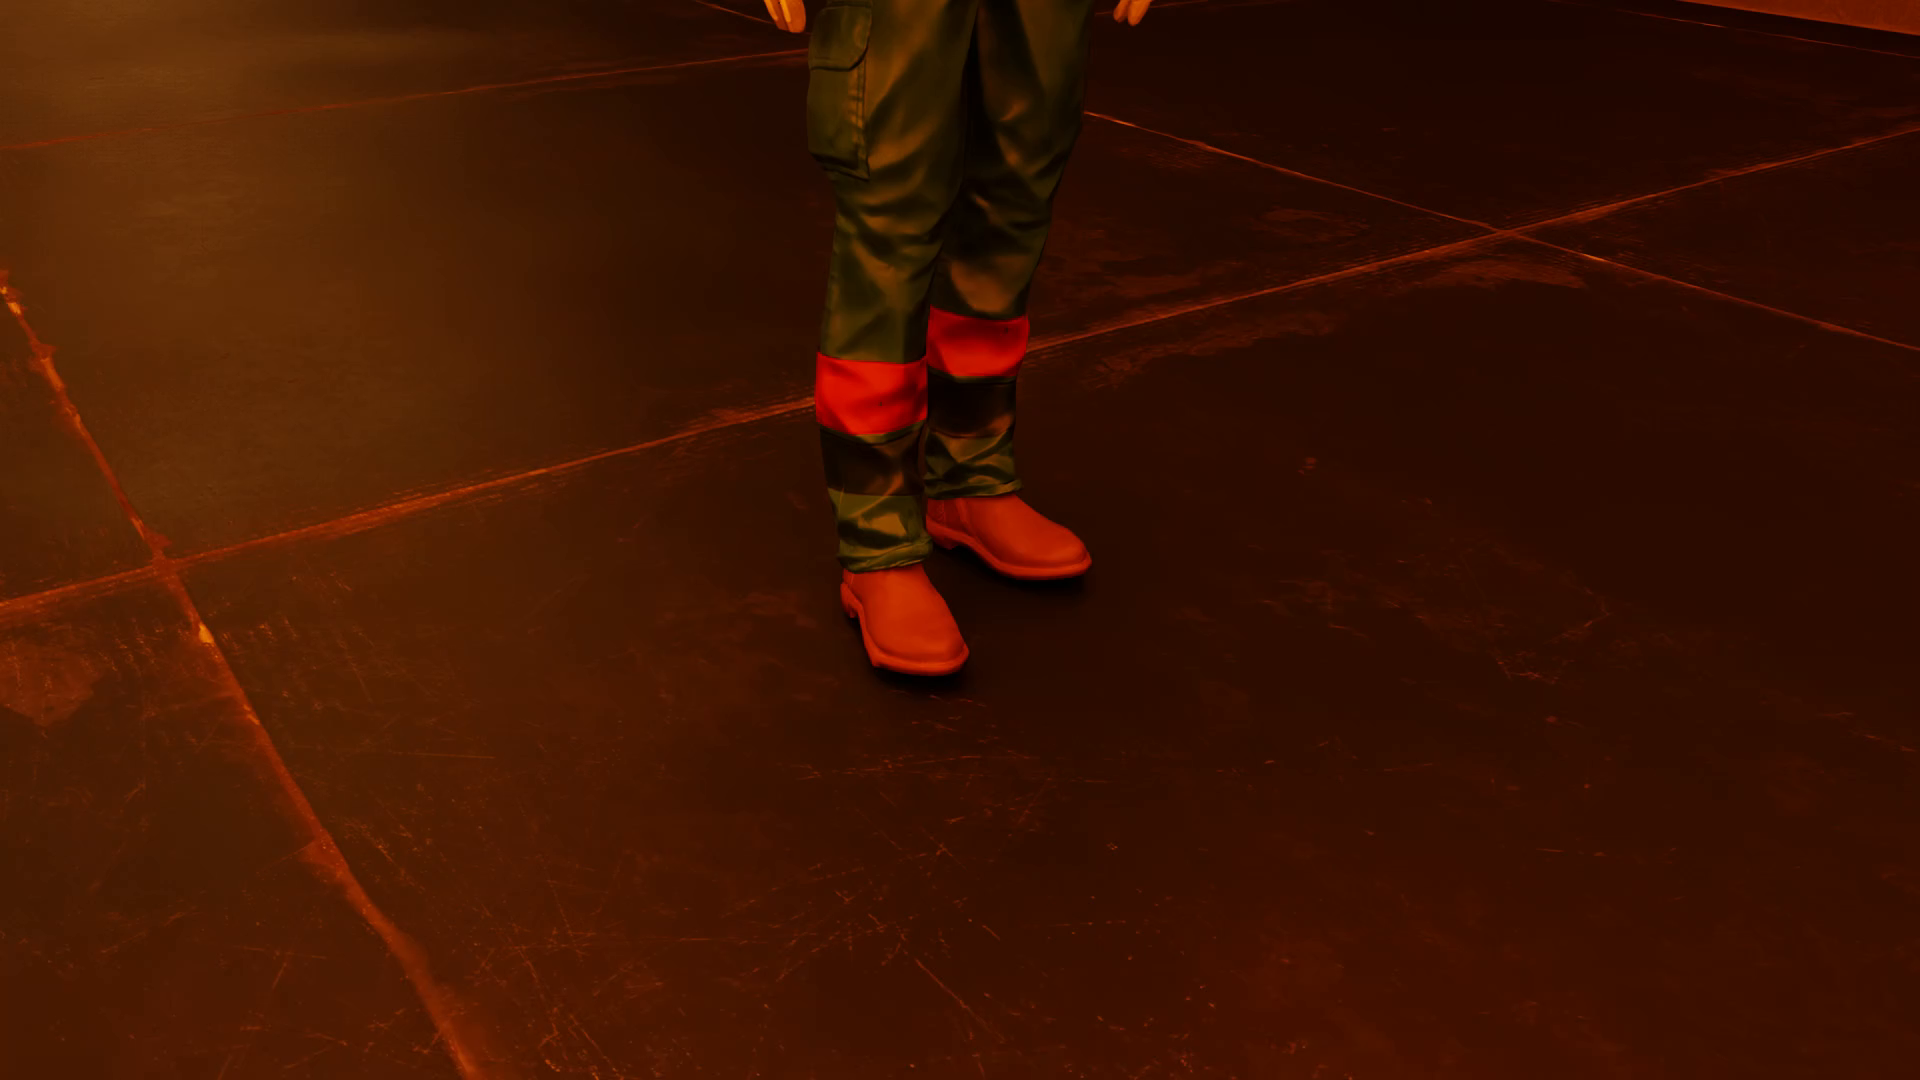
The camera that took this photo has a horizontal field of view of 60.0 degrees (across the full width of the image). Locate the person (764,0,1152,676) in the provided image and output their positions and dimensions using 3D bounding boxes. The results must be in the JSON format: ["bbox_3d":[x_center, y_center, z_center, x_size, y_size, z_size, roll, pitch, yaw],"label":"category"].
[{"bbox_3d":[0.036,-0.773,2.030,0.637,1.790,0.562,-17,31,-31],"label":"person"}]
